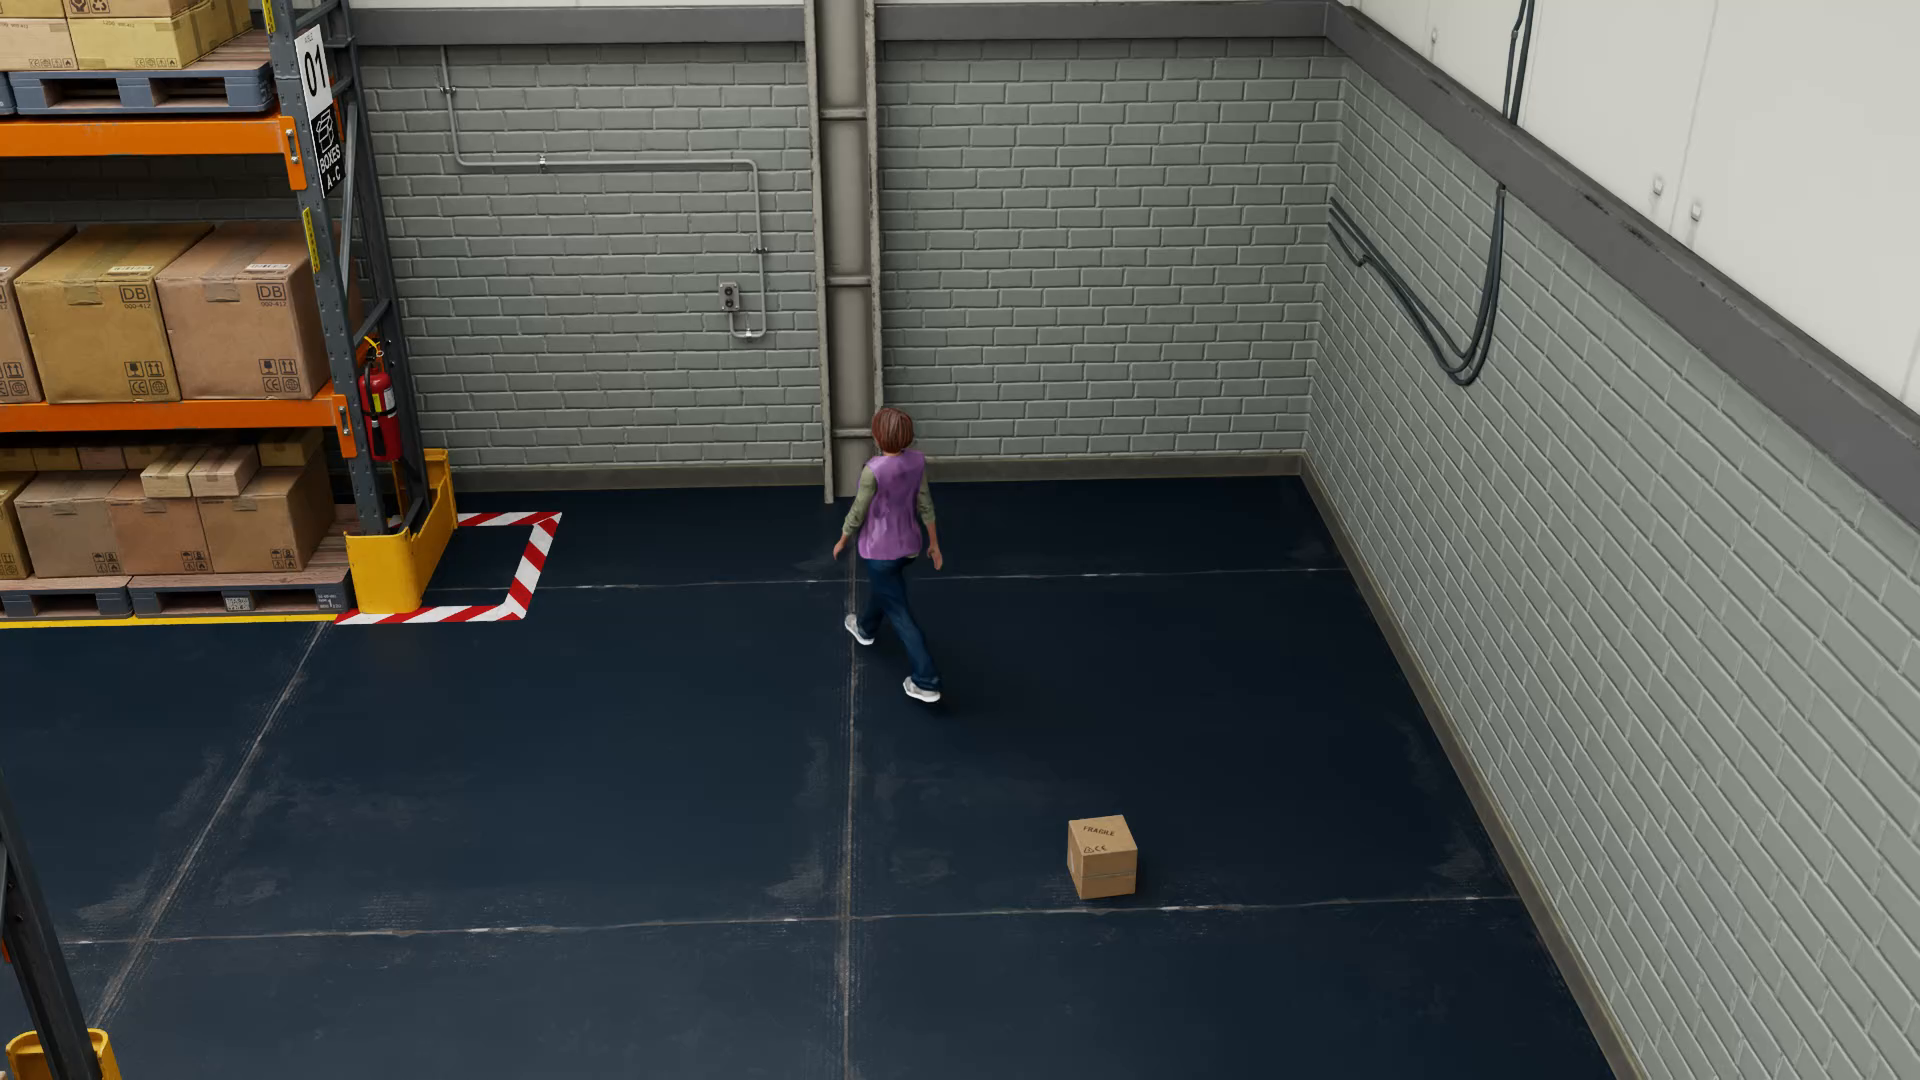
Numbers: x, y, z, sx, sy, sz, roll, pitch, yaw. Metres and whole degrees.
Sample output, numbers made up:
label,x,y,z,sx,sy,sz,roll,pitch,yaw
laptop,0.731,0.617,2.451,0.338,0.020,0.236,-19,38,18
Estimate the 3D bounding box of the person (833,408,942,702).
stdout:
label,x,y,z,sx,sy,sz,roll,pitch,yaw
person,-0.393,0.009,8.589,0.449,1.527,0.984,-24,36,-38
